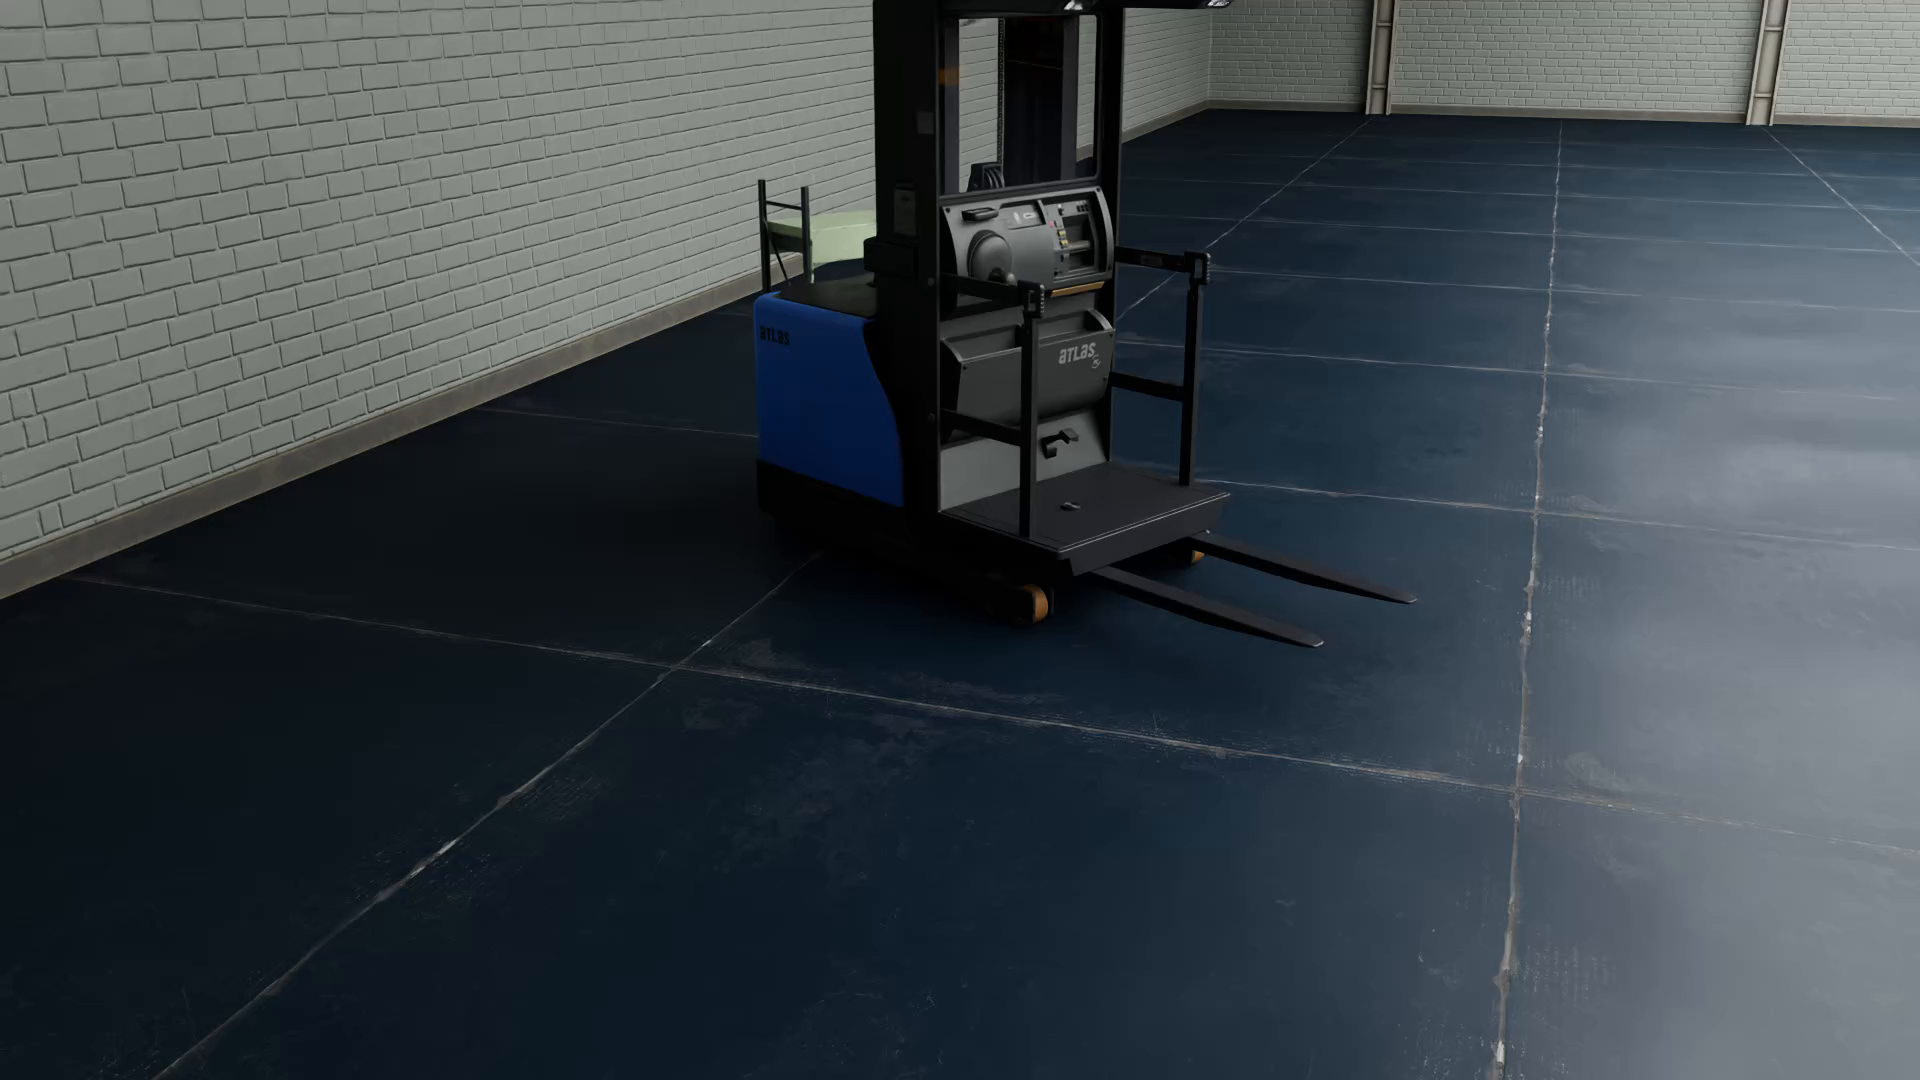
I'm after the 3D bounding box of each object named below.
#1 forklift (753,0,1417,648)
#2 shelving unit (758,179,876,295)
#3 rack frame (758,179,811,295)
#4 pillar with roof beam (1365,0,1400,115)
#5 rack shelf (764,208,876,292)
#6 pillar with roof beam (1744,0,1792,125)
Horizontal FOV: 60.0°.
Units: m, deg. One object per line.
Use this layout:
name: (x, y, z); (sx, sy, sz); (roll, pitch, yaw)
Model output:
forklift: (0.436, -1.234, 6.665); (1.130, 2.935, 3.031); (-18, 26, -41)
shelving unit: (-0.552, -1.051, 8.311); (0.755, 1.500, 0.431); (-15, 24, -37)
rack frame: (-0.834, -0.975, 8.091); (0.023, 1.500, 0.400); (-15, 24, -37)
pillar with roof beam: (5.791, -10.265, 23.353); (0.400, 9.000, 9.100); (7, 20, 18)
rack shelf: (-0.553, -1.420, 8.184); (0.720, 0.370, 0.431); (-15, 24, -37)
pillar with roof beam: (11.459, -9.617, 21.493); (0.400, 9.000, 9.100); (7, 20, 18)
